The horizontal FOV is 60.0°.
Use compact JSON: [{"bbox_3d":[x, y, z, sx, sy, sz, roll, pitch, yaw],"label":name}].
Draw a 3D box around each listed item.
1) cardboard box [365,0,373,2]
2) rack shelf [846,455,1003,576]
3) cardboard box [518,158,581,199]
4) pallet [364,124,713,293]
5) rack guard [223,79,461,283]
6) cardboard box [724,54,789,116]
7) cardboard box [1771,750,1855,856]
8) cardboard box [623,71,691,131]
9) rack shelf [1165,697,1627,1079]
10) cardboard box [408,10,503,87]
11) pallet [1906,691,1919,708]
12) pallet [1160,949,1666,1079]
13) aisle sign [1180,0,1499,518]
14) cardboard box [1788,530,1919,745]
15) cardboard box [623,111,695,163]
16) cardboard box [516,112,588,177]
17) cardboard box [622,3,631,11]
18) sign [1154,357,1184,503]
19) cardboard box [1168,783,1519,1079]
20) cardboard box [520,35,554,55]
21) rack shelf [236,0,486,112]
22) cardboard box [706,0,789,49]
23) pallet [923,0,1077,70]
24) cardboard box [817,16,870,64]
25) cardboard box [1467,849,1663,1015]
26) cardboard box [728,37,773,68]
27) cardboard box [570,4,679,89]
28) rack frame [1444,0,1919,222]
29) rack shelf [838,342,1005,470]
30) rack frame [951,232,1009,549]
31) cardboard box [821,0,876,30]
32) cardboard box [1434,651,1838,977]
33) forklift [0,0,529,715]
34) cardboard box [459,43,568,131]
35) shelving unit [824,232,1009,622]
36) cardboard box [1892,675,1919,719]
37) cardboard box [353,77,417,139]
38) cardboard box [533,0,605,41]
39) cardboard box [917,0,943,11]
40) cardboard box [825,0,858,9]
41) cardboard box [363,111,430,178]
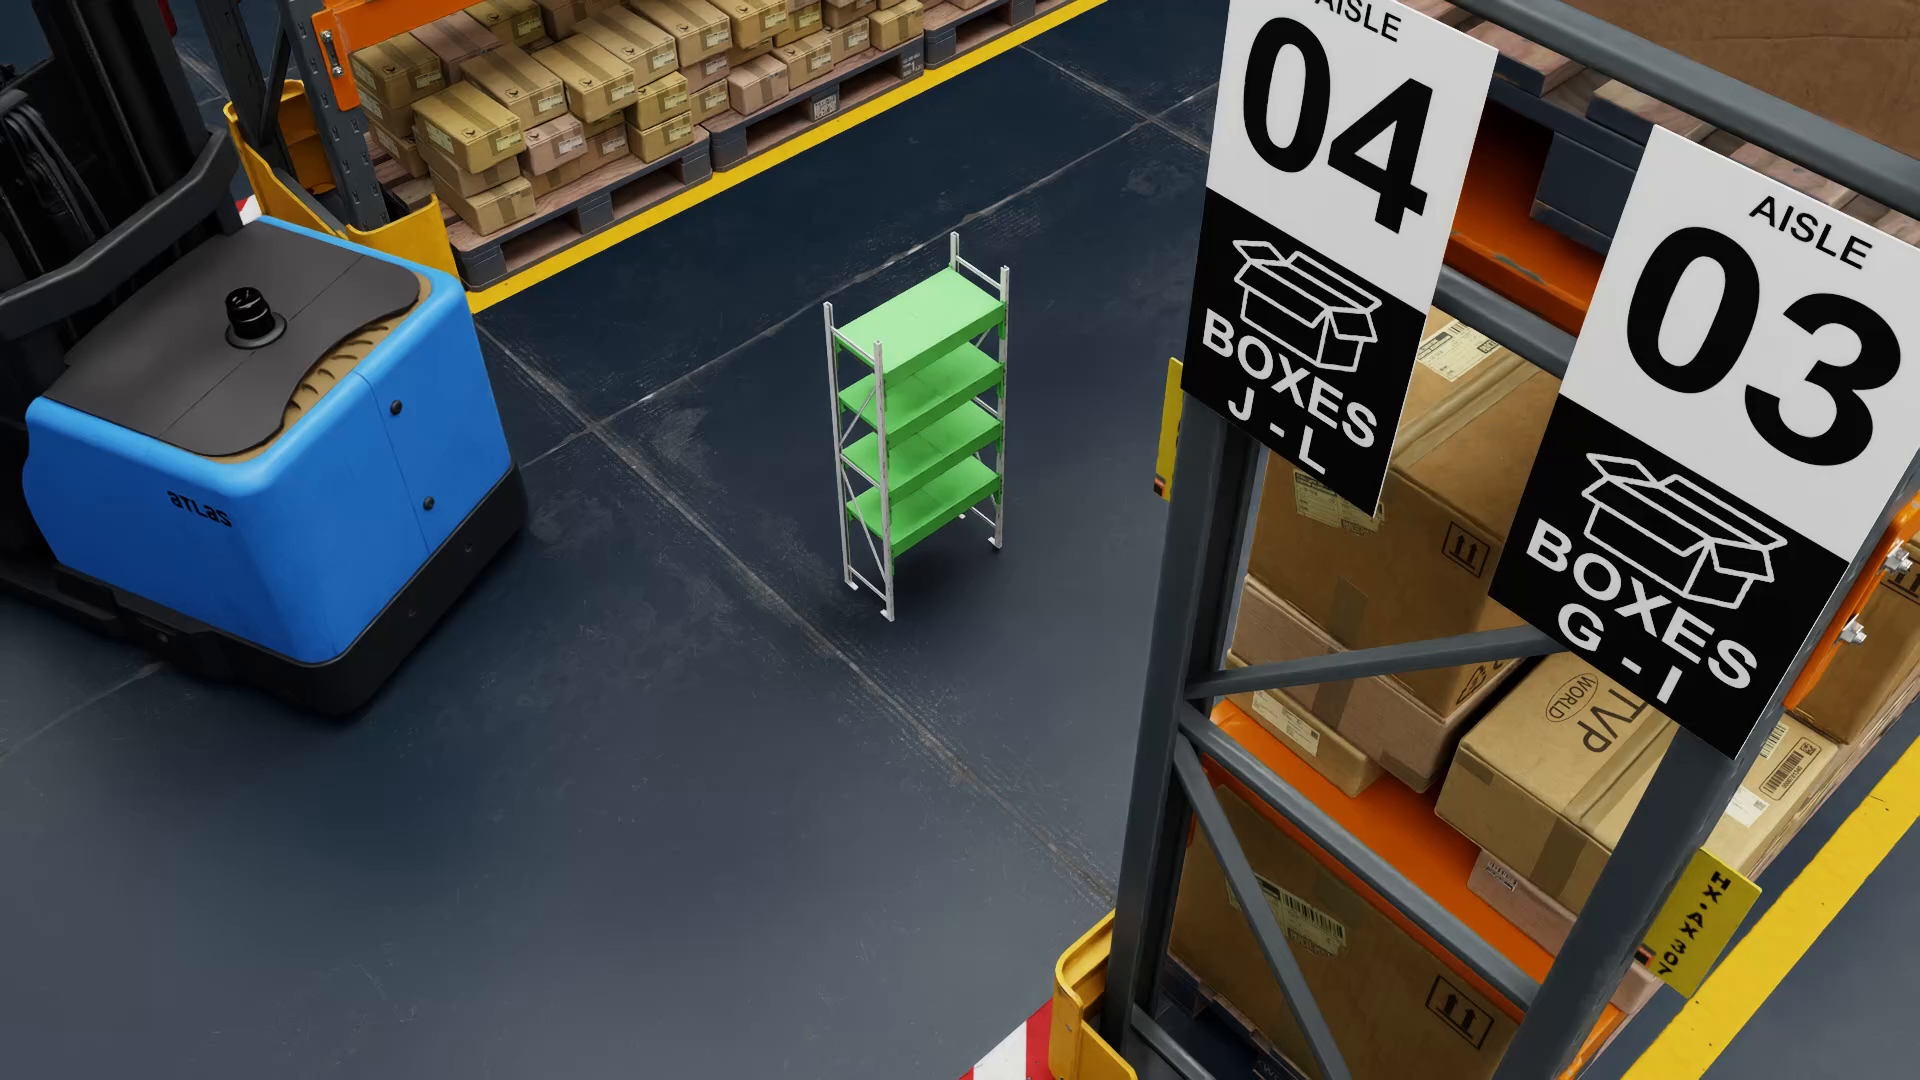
[{"bbox_3d":[-2.055,-2.043,5.765,0.250,0.149,0.380,-34,56,-27],"label":"cardboard box"},{"bbox_3d":[-0.122,-0.119,5.457,0.480,0.148,0.258,-34,56,-27],"label":"rack shelf"},{"bbox_3d":[-1.774,-1.580,6.821,0.250,0.149,0.380,-34,56,-27],"label":"cardboard box"},{"bbox_3d":[-1.835,-1.620,7.101,1.213,0.211,1.003,-34,56,-27],"label":"pallet"},{"bbox_3d":[-2.459,-1.336,6.642,0.348,0.500,1.175,-34,56,-27],"label":"rack guard"},{"bbox_3d":[-0.965,-2.028,7.234,0.380,0.149,0.250,36,57,29],"label":"cardboard box"},{"bbox_3d":[1.609,0.436,3.478,0.250,0.149,0.380,-35,56,-28],"label":"cardboard box"},{"bbox_3d":[-1.330,-1.884,6.899,0.250,0.149,0.380,-32,55,-26],"label":"cardboard box"},{"bbox_3d":[2.226,-0.144,4.331,4.000,0.370,1.077,-34,56,-27],"label":"rack shelf"},{"bbox_3d":[-2.070,-2.016,6.818,0.250,0.149,0.380,-33,55,-26],"label":"cardboard box"},{"bbox_3d":[3.091,-0.097,5.696,1.213,0.211,1.003,-34,56,-27],"label":"pallet"},{"bbox_3d":[1.285,1.109,4.583,1.213,0.211,1.003,-34,56,-27],"label":"pallet"},{"bbox_3d":[0.491,-0.408,2.317,0.004,0.787,0.394,-34,56,-27],"label":"aisle sign"},{"bbox_3d":[1.653,-0.041,3.136,0.500,0.500,0.500,-35,56,-28],"label":"cardboard box"},{"bbox_3d":[-1.332,-1.774,7.000,0.250,0.149,0.380,-33,55,-27],"label":"cardboard box"},{"bbox_3d":[-1.715,-1.647,6.680,0.250,0.149,0.380,-34,56,-27],"label":"cardboard box"},{"bbox_3d":[-1.559,-2.359,7.338,0.250,0.149,0.380,-33,55,-27],"label":"cardboard box"},{"bbox_3d":[0.392,-0.174,2.920,0.005,0.325,0.100,-34,56,-27],"label":"sign"},{"bbox_3d":[1.166,0.819,4.113,0.875,0.875,0.875,-34,56,-27],"label":"cardboard box"},{"bbox_3d":[-1.934,-2.096,7.095,0.250,0.149,0.380,-36,57,-28],"label":"cardboard box"},{"bbox_3d":[-1.036,-2.891,6.866,4.000,0.370,1.077,-34,56,-27],"label":"rack shelf"},{"bbox_3d":[-0.939,-2.259,7.043,0.250,0.149,0.380,-33,55,-27],"label":"cardboard box"},{"bbox_3d":[-0.029,-2.827,8.215,1.213,0.211,1.003,-34,56,-27],"label":"pallet"},{"bbox_3d":[-0.621,-2.316,7.500,0.250,0.149,0.380,-33,55,-27],"label":"cardboard box"},{"bbox_3d":[1.231,0.690,3.243,0.250,0.149,0.380,-33,55,-27],"label":"cardboard box"},{"bbox_3d":[-1.025,-2.223,7.212,0.250,0.149,0.380,-31,54,-25],"label":"cardboard box"},{"bbox_3d":[-1.376,-2.022,6.824,0.380,0.149,0.250,36,57,29],"label":"cardboard box"},{"bbox_3d":[0.746,-1.433,0.950,0.127,3.000,1.000,-34,56,-27],"label":"rack frame"},{"bbox_3d":[-0.122,-0.444,5.104,0.480,0.148,0.258,-34,56,-27],"label":"rack shelf"},{"bbox_3d":[0.058,-0.446,5.345,0.015,1.200,0.240,-34,56,-27],"label":"rack frame"},{"bbox_3d":[-0.592,-2.460,7.431,0.380,0.149,0.250,36,57,29],"label":"cardboard box"},{"bbox_3d":[1.283,0.461,3.184,0.500,0.250,0.500,-35,56,-28],"label":"cardboard box"},{"bbox_3d":[-3.049,-1.190,4.853,3.031,2.935,1.130,19,50,16],"label":"forklift"},{"bbox_3d":[-1.776,-1.799,6.618,0.250,0.149,0.380,-33,55,-27],"label":"cardboard box"},{"bbox_3d":[-0.122,-0.325,5.234,0.503,1.200,0.258,-34,56,-27],"label":"shelving unit"},{"bbox_3d":[1.990,0.181,3.713,0.250,0.149,0.380,-35,56,-28],"label":"cardboard box"},{"bbox_3d":[-2.317,-1.839,6.857,0.250,0.149,0.380,-35,56,-28],"label":"cardboard box"},{"bbox_3d":[-1.729,-2.307,7.086,0.250,0.149,0.380,-36,57,-28],"label":"cardboard box"},{"bbox_3d":[-0.294,-2.607,7.769,0.250,0.149,0.380,-35,56,-28],"label":"cardboard box"},{"bbox_3d":[-0.560,-2.499,7.264,0.250,0.149,0.380,-36,57,-28],"label":"cardboard box"},{"bbox_3d":[-2.266,-1.695,6.927,0.250,0.149,0.380,-33,55,-27],"label":"cardboard box"}]
